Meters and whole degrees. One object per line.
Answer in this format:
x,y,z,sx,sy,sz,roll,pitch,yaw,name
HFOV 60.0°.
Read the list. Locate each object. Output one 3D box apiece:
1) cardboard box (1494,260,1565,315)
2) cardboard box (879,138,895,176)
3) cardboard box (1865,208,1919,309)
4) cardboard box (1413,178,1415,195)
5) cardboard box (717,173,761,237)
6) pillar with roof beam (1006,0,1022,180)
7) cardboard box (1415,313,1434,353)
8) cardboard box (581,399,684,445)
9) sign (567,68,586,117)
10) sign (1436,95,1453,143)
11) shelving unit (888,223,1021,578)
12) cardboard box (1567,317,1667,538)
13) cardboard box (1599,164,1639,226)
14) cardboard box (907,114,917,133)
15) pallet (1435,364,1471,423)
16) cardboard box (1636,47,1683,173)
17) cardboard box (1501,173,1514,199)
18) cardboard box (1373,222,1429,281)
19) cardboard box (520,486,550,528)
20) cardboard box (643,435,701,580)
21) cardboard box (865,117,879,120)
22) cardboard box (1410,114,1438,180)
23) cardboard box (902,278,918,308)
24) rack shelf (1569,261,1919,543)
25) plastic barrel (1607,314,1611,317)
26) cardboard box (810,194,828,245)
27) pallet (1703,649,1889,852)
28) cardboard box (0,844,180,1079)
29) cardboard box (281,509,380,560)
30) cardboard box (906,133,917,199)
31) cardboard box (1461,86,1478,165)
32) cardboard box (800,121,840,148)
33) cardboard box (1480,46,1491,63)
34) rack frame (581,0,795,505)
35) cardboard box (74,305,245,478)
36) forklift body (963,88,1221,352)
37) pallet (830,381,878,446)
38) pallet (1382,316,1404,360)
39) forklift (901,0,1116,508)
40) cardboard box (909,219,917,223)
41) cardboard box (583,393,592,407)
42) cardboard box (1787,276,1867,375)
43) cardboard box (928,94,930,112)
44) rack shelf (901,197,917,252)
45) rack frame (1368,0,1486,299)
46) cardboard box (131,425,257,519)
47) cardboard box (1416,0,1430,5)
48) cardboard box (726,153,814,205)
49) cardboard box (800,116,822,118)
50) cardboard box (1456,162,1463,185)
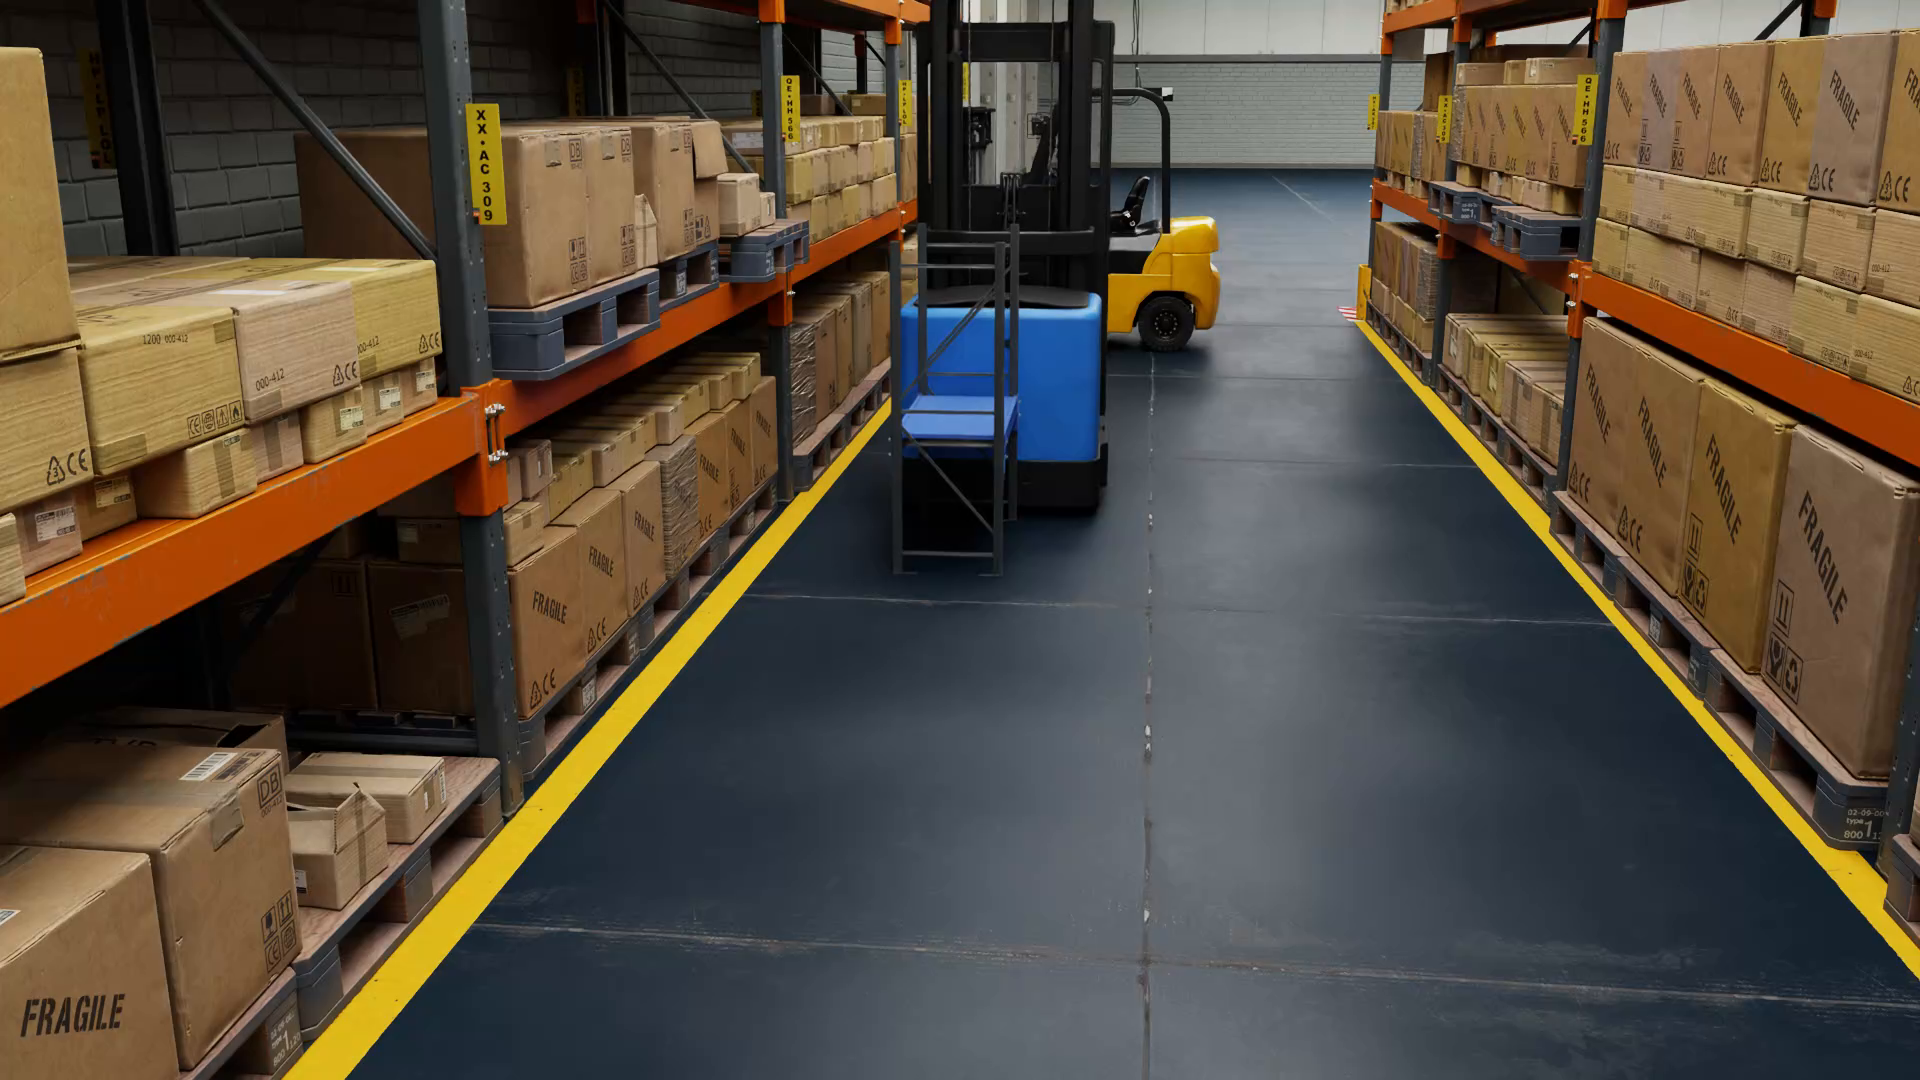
4.321,-1.943,12.626,0.500,0.500,0.500,2,15,9,cardboard box
-0.748,-2.739,11.876,0.500,0.250,0.500,1,15,5,cardboard box
2.891,-0.776,4.614,0.500,0.250,0.500,2,15,6,cardboard box
3.889,-2.860,13.475,0.380,0.149,0.250,1,15,5,cardboard box
-1.195,-1.515,7.502,0.500,0.250,0.500,1,15,4,cardboard box
5.516,-12.583,37.456,9.100,9.000,0.400,2,15,6,pillar with roof beam
3.786,-1.597,12.784,0.500,0.250,0.500,2,15,9,cardboard box
-1.379,-0.499,7.001,0.380,0.149,0.250,1,15,4,cardboard box
-1.950,-2.242,8.490,0.100,0.325,0.005,2,15,6,sign
3.446,-2.992,11.822,0.100,0.325,0.005,2,15,6,sign
-0.007,-0.693,7.852,0.538,1.500,1.048,1,15,5,shelving unit
3.374,-0.523,7.616,0.875,0.875,0.875,2,15,6,cardboard box
3.232,-1.568,7.542,0.500,0.250,0.500,2,15,6,cardboard box
-0.518,-3.339,13.330,0.380,0.149,0.250,2,15,7,cardboard box
3.900,-1.012,11.501,1.003,0.211,1.213,2,15,6,pallet
3.190,-1.804,6.980,0.500,0.500,0.500,2,15,6,cardboard box
3.434,-2.100,9.860,0.380,0.149,0.250,1,15,4,cardboard box
4.069,-2.628,15.160,0.500,0.500,0.500,1,15,4,cardboard box
-1.590,-0.099,5.523,0.380,0.149,0.250,1,15,5,cardboard box
-1.395,-0.147,6.945,0.500,0.500,0.500,1,15,4,cardboard box
-0.775,-2.904,11.722,0.380,0.149,0.250,1,15,5,cardboard box
3.894,-3.143,13.278,0.500,0.500,0.500,2,15,8,cardboard box
-0.585,-1.938,13.090,0.500,0.250,0.500,2,15,6,cardboard box
3.309,-0.657,6.222,1.077,0.370,4.000,2,15,6,rack shelf
5.709,-1.774,13.910,0.421,0.421,0.512,-14,20,-42,plastic barrel
-1.043,-1.834,9.484,0.500,0.250,0.500,1,15,5,cardboard box
3.095,0.658,5.323,1.003,0.211,1.213,2,15,6,pallet
-1.843,0.900,3.070,0.500,0.500,0.500,2,15,7,cardboard box
-2.094,-0.044,5.318,0.380,0.149,0.250,1,15,4,cardboard box
-0.595,-2.997,13.306,0.500,0.500,0.500,2,15,7,cardboard box
3.592,-2.712,10.878,0.500,0.500,0.500,2,15,6,cardboard box
-0.934,-2.438,9.999,0.380,0.149,0.250,2,15,7,cardboard box
4.330,-3.474,12.587,0.700,0.500,0.500,2,15,7,cardboard box
-1.398,-1.668,8.584,1.000,3.000,0.127,2,15,6,rack frame
-1.775,-0.303,3.254,0.500,0.250,0.500,2,15,6,cardboard box
1.104,-2.788,14.351,2.313,2.155,1.214,2,15,6,forklift body
-1.126,-0.850,10.900,1.003,0.211,1.213,2,15,6,pallet
4.162,-1.707,14.069,1.003,0.211,1.213,2,15,6,pallet
0.327,-1.914,9.626,1.130,2.935,3.031,1,15,5,forklift
-0.289,-2.840,15.465,0.500,0.250,0.500,2,15,7,cardboard box
-1.894,-0.648,7.555,0.380,0.149,0.250,1,15,4,cardboard box
2.942,-0.669,5.176,0.500,0.250,0.500,1,15,5,cardboard box
-0.370,-3.815,14.519,0.380,0.149,0.250,2,15,7,cardboard box
-0.721,-2.877,14.433,1.077,0.370,4.000,2,15,6,rack shelf
4.437,-3.598,15.720,1.000,3.000,0.127,2,15,6,rack frame
-1.705,-0.149,3.446,0.380,0.149,0.250,1,15,5,cardboard box
3.946,-4.443,13.582,0.380,0.149,0.250,1,15,5,cardboard box
-1.080,-1.944,8.935,0.500,0.250,0.500,2,15,6,cardboard box
-1.199,-2.982,12.009,0.380,0.149,0.250,1,15,5,cardboard box
3.610,-2.508,11.366,0.380,0.149,0.250,2,15,7,cardboard box
